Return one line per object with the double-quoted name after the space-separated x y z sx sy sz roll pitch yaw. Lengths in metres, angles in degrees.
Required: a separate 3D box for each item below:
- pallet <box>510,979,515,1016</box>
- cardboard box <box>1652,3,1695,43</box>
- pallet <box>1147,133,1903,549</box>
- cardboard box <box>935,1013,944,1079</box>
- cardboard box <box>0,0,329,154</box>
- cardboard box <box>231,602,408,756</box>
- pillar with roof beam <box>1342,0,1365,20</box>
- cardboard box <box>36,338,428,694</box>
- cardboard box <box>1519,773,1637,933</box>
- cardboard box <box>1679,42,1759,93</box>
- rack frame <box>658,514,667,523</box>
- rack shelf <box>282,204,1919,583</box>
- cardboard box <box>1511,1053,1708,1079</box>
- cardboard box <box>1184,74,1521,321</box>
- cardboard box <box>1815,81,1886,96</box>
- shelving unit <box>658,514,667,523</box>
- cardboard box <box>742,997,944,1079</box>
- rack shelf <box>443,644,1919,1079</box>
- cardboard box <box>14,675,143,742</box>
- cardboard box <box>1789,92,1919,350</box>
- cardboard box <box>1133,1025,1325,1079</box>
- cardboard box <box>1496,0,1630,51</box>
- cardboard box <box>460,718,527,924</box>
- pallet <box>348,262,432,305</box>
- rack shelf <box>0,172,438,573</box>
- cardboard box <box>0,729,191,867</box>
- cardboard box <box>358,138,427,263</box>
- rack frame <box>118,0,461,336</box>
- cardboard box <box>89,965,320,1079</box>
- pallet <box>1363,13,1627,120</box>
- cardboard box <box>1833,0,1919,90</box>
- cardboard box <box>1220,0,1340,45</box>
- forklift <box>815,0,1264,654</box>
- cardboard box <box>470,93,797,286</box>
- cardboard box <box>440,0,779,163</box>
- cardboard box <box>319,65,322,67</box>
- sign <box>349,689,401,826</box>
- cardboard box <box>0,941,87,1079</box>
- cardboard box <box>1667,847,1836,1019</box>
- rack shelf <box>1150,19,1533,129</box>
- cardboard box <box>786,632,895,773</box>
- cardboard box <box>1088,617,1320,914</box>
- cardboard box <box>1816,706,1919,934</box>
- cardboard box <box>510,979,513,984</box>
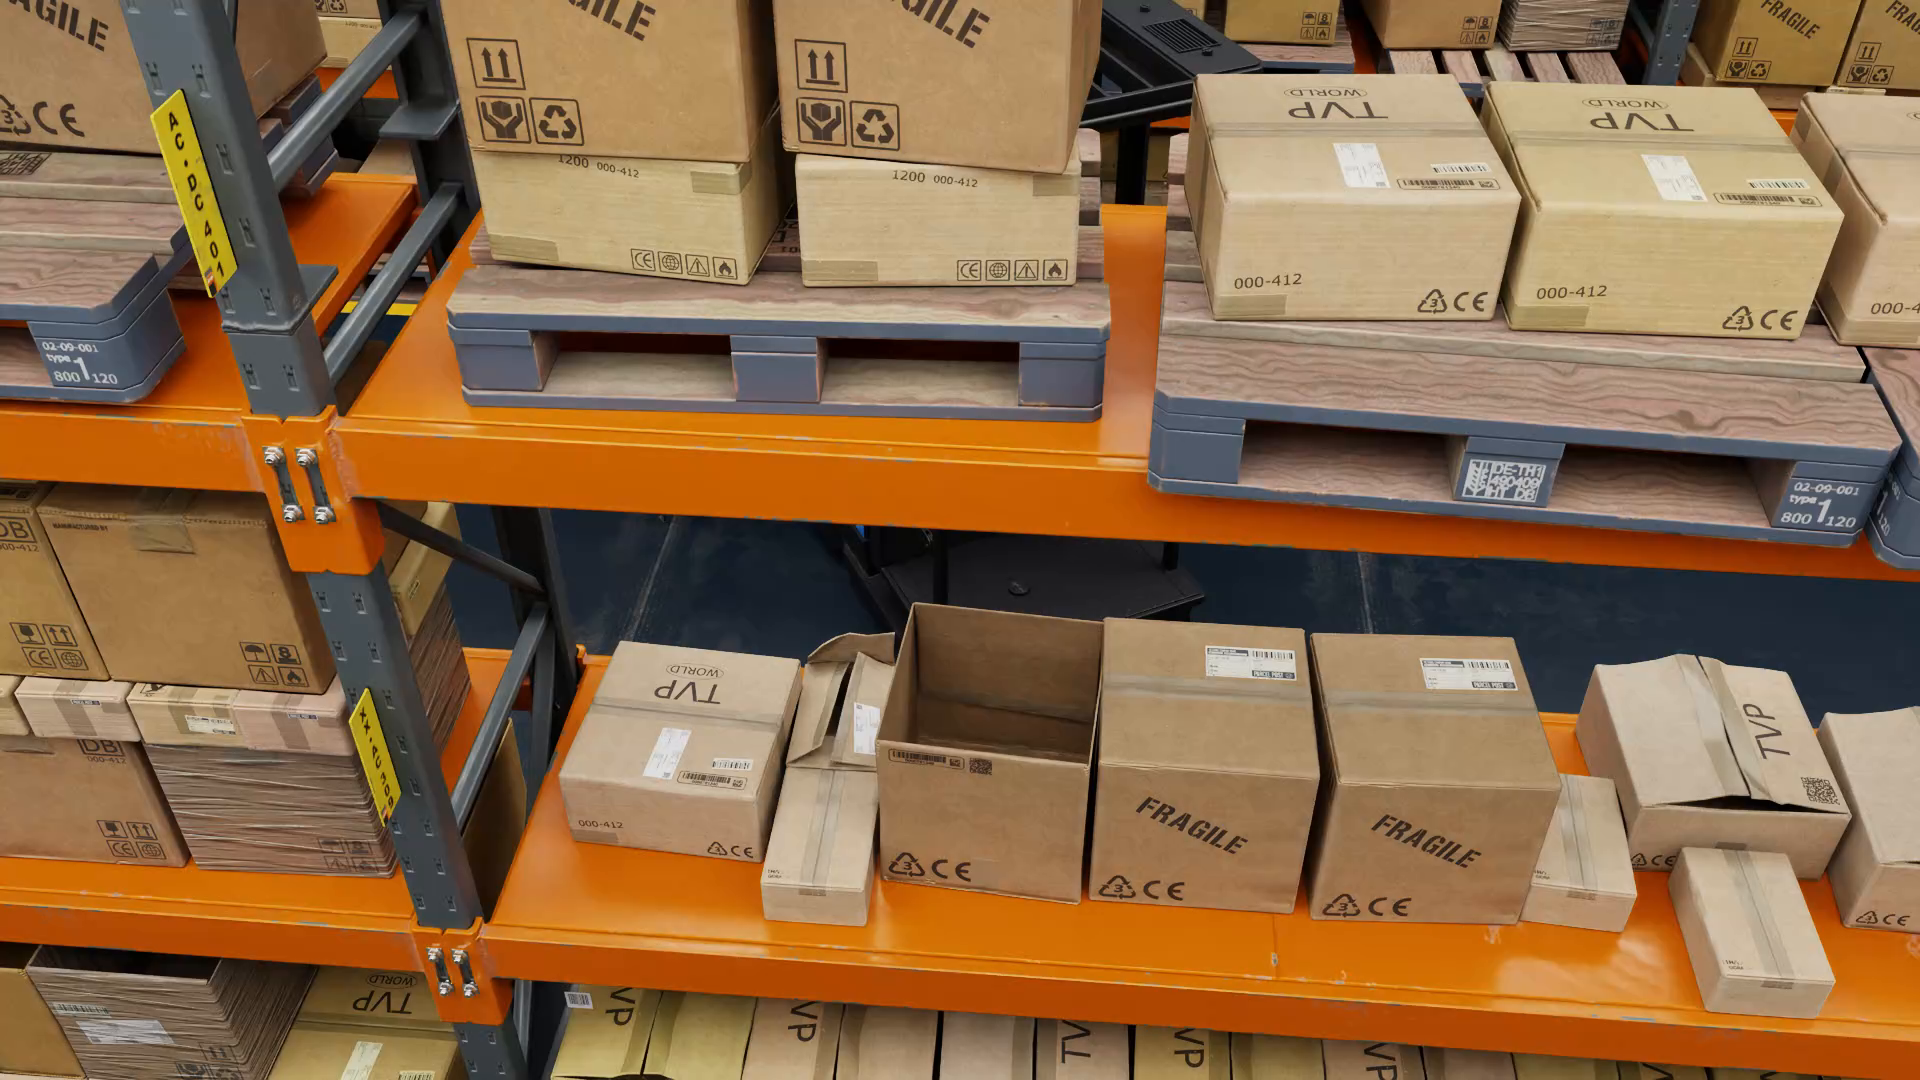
-1.990 1.496 5.245 1.213 0.211 1.003 3 39 4 "pallet"
3.554 -2.467 8.088 0.250 0.149 0.380 4 39 5 "cardboard box"
0.986 -0.428 3.173 1.213 0.211 1.003 5 39 6 "pallet"
-0.311 1.594 4.760 0.500 0.250 0.500 4 39 5 "cardboard box"
-1.680 -1.128 3.361 0.500 0.500 0.500 6 40 8 "cardboard box"
-1.490 0.314 3.895 0.250 0.149 0.380 3 39 4 "cardboard box"
1.616 -2.647 3.374 0.400 9.000 9.100 3 39 4 "pillar with roof beam"
-1.644 -0.078 3.862 0.500 0.500 0.700 3 39 4 "cardboard box"
1.509 0.766 4.132 0.250 0.149 0.380 6 40 7 "cardboard box"
3.516 -2.160 7.711 0.250 0.149 0.380 3 39 3 "cardboard box"
-1.369 -0.603 7.040 0.015 1.200 0.240 -24 45 -26 "rack frame"
0.792 -0.291 3.425 4.000 0.370 1.077 3 39 4 "rack shelf"
1.723 1.490 4.444 0.500 0.311 0.500 3 39 3 "cardboard box"
0.699 -0.641 3.071 0.500 0.250 0.500 0 39 0 "cardboard box"
4.024 -2.073 7.604 0.250 0.149 0.380 4 39 5 "cardboard box"
-1.169 -0.691 7.149 0.503 1.200 0.258 -24 45 -26 "shelving unit"
-0.313 1.380 4.579 0.500 0.311 0.500 3 39 3 "cardboard box"
0.792 0.872 4.372 4.000 0.370 1.077 3 39 4 "rack shelf"
-1.998 0.287 3.929 0.250 0.149 0.380 2 39 3 "cardboard box"
1.803 -0.572 2.987 0.500 0.250 0.500 4 39 5 "cardboard box"
0.721 1.433 4.515 0.500 0.311 0.500 4 39 5 "cardboard box"
2.739 -2.642 7.692 0.500 0.500 0.700 -1 39 -1 "cardboard box"
-1.636 0.875 5.050 0.500 0.500 0.500 3 39 4 "cardboard box"
-2.668 -1.629 9.084 1.213 0.211 1.003 3 39 4 "pallet"
-3.194 -0.509 3.693 4.000 0.370 1.077 3 39 4 "rack shelf"
-2.170 0.401 4.302 0.500 0.500 0.700 3 39 3 "cardboard box"
-2.786 -1.854 8.783 0.500 0.500 0.700 1 39 1 "cardboard box"
-1.201 -1.842 2.385 0.127 3.000 1.000 3 39 4 "rack frame"
-2.179 1.467 4.917 0.500 0.250 0.500 3 39 4 "cardboard box"
2.489 -2.311 7.865 1.003 0.211 1.213 3 39 4 "pallet"
4.191 -2.353 7.435 0.500 0.500 0.500 4 39 5 "cardboard box"
1.495 -2.696 7.758 0.500 0.500 0.700 3 39 4 "cardboard box"
0.265 -0.776 5.881 1.130 2.935 3.031 -16 42 -19 "forklift"
-0.588 -0.744 3.198 0.500 0.250 0.500 7 40 8 "cardboard box"
-0.590 -1.016 2.938 0.500 0.500 0.500 4 39 4 "cardboard box"
-3.278 -2.522 8.075 0.500 0.250 0.500 3 39 3 "cardboard box"
-1.247 0.467 3.551 0.005 0.325 0.100 3 39 4 "sign"
-2.677 1.150 4.713 0.500 0.500 0.500 3 39 4 "cardboard box"
1.864 0.925 3.937 0.250 0.149 0.380 3 39 4 "cardboard box"
1.215 -2.243 8.200 4.000 0.370 1.077 3 39 4 "rack shelf"
-0.309 0.469 4.404 0.258 0.266 0.396 2 39 3 "cardboard box"
0.587 0.554 4.114 0.500 0.500 0.500 3 39 4 "cardboard box"
2.425 0.690 4.097 0.500 0.311 0.500 5 39 7 "cardboard box"
-1.637 1.172 5.279 0.500 0.250 0.500 3 39 4 "cardboard box"
